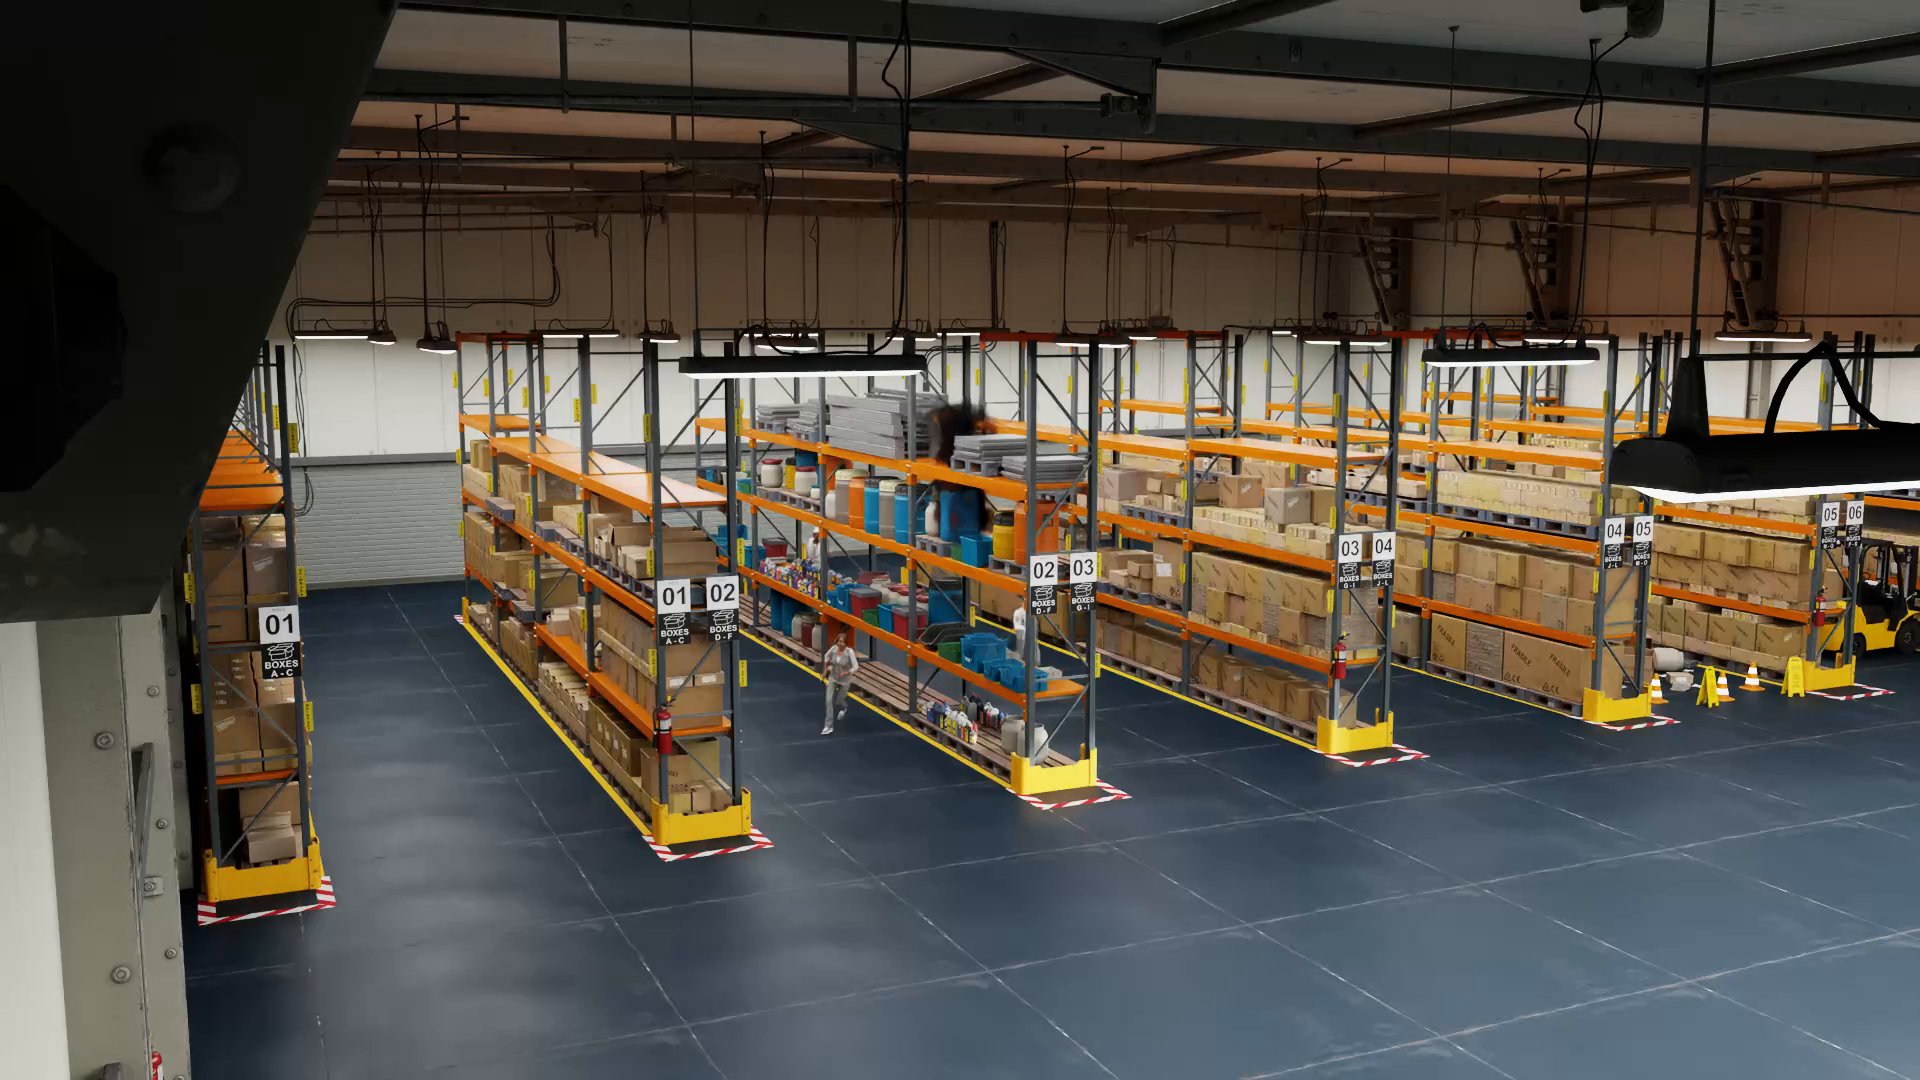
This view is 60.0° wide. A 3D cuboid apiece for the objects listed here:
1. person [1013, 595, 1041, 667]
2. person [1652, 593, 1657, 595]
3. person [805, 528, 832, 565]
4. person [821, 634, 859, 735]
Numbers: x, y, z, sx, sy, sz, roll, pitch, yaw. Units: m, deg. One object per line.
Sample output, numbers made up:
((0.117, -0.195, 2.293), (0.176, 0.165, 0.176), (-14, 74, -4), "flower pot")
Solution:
((1.125, 1.714, 28.133), (0.584, 1.739, 0.811), (-4, 9, -29), "person")
((14.387, 0.908, 33.994), (0.696, 1.720, 0.833), (-6, 10, -37), "person")
((-3.231, 0.559, 36.792), (0.815, 1.712, 0.664), (0, 8, -3), "person")
((-1.808, 2.161, 25.416), (0.595, 1.547, 0.822), (2, 8, 15), "person")
